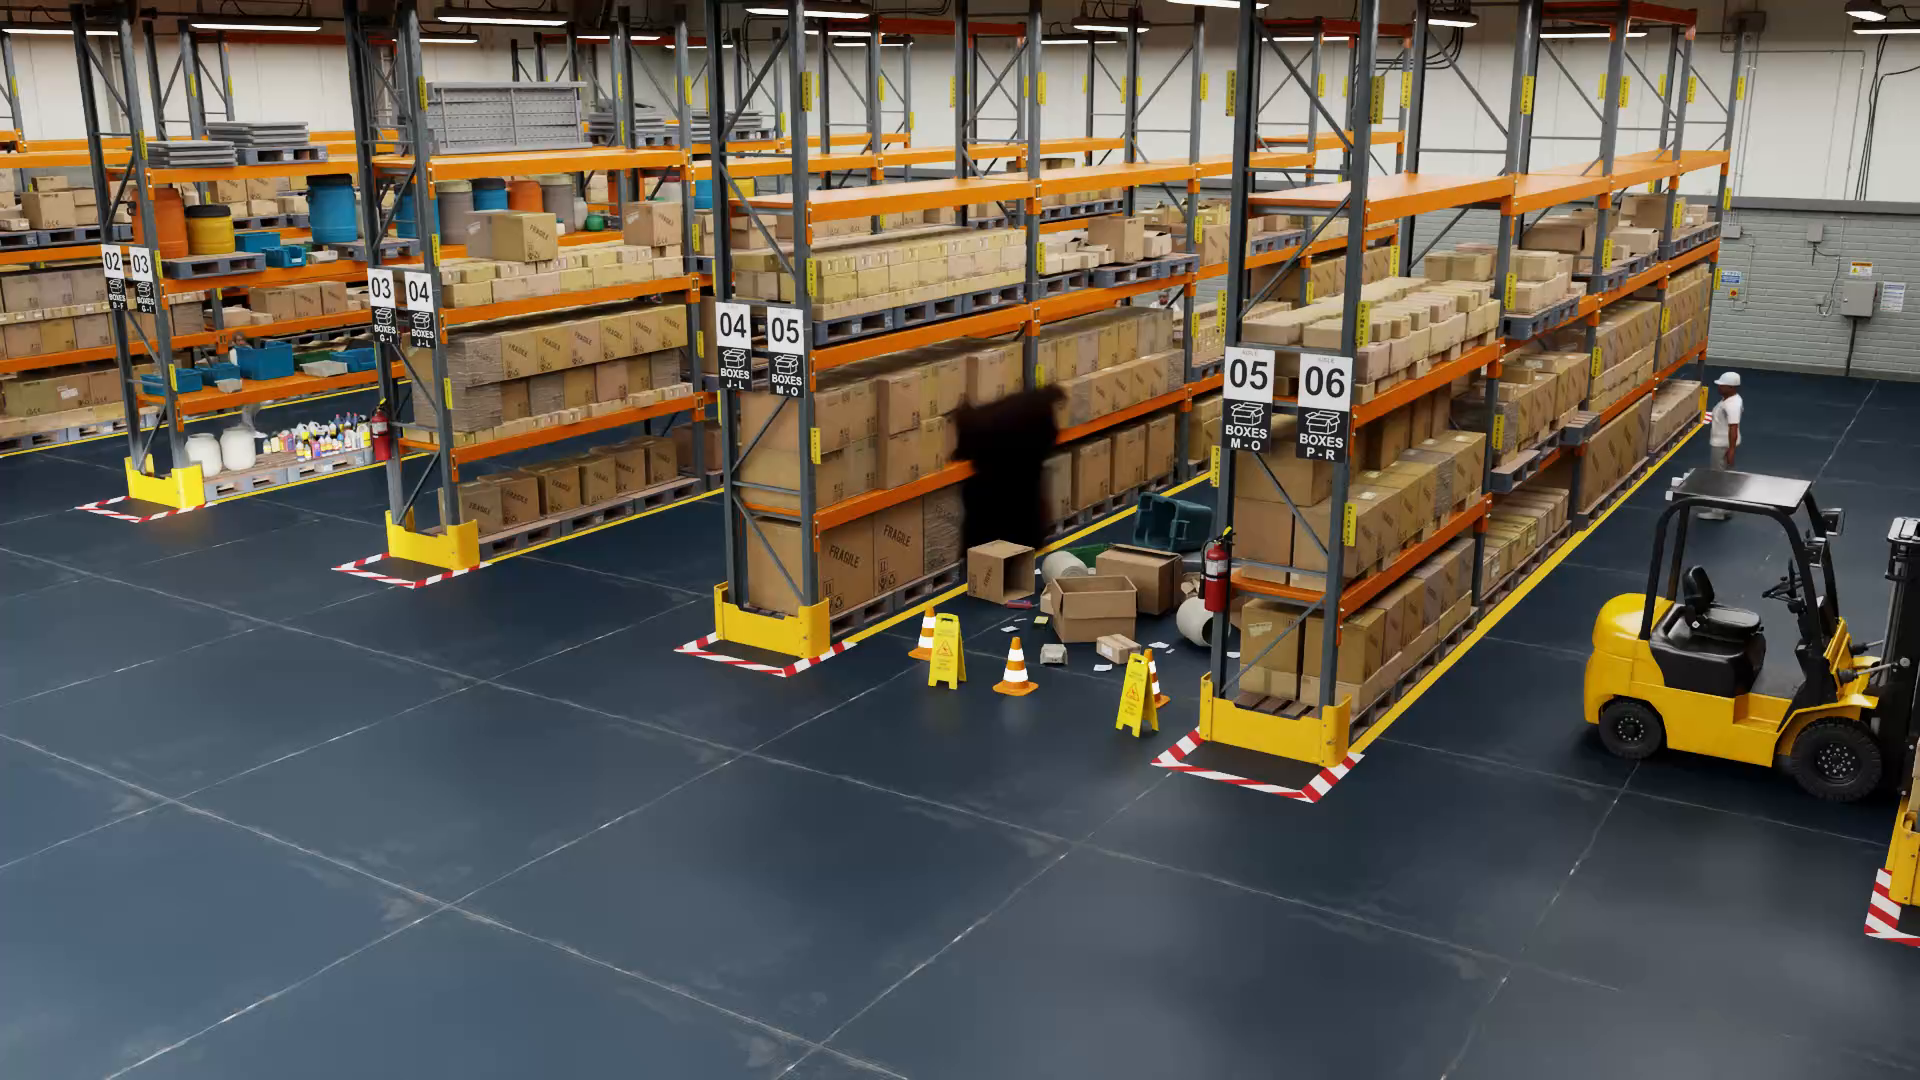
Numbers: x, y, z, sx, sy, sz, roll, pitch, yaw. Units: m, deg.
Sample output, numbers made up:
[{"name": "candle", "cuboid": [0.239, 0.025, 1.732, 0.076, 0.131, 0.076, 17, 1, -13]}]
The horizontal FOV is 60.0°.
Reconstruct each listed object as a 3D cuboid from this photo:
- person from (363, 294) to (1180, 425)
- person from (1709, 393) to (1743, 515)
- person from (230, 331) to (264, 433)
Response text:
[{"name": "person", "cuboid": [-2.357, -2.848, 26.042, 8.174, 1.598, 10.626, 9, 18, 29]}, {"name": "person", "cuboid": [9.191, -1.052, 20.032, 0.379, 1.454, 0.465, 12, 20, 37]}, {"name": "person", "cuboid": [-10.493, -2.326, 24.458, 0.363, 1.527, 0.395, 2, 16, 8]}]
